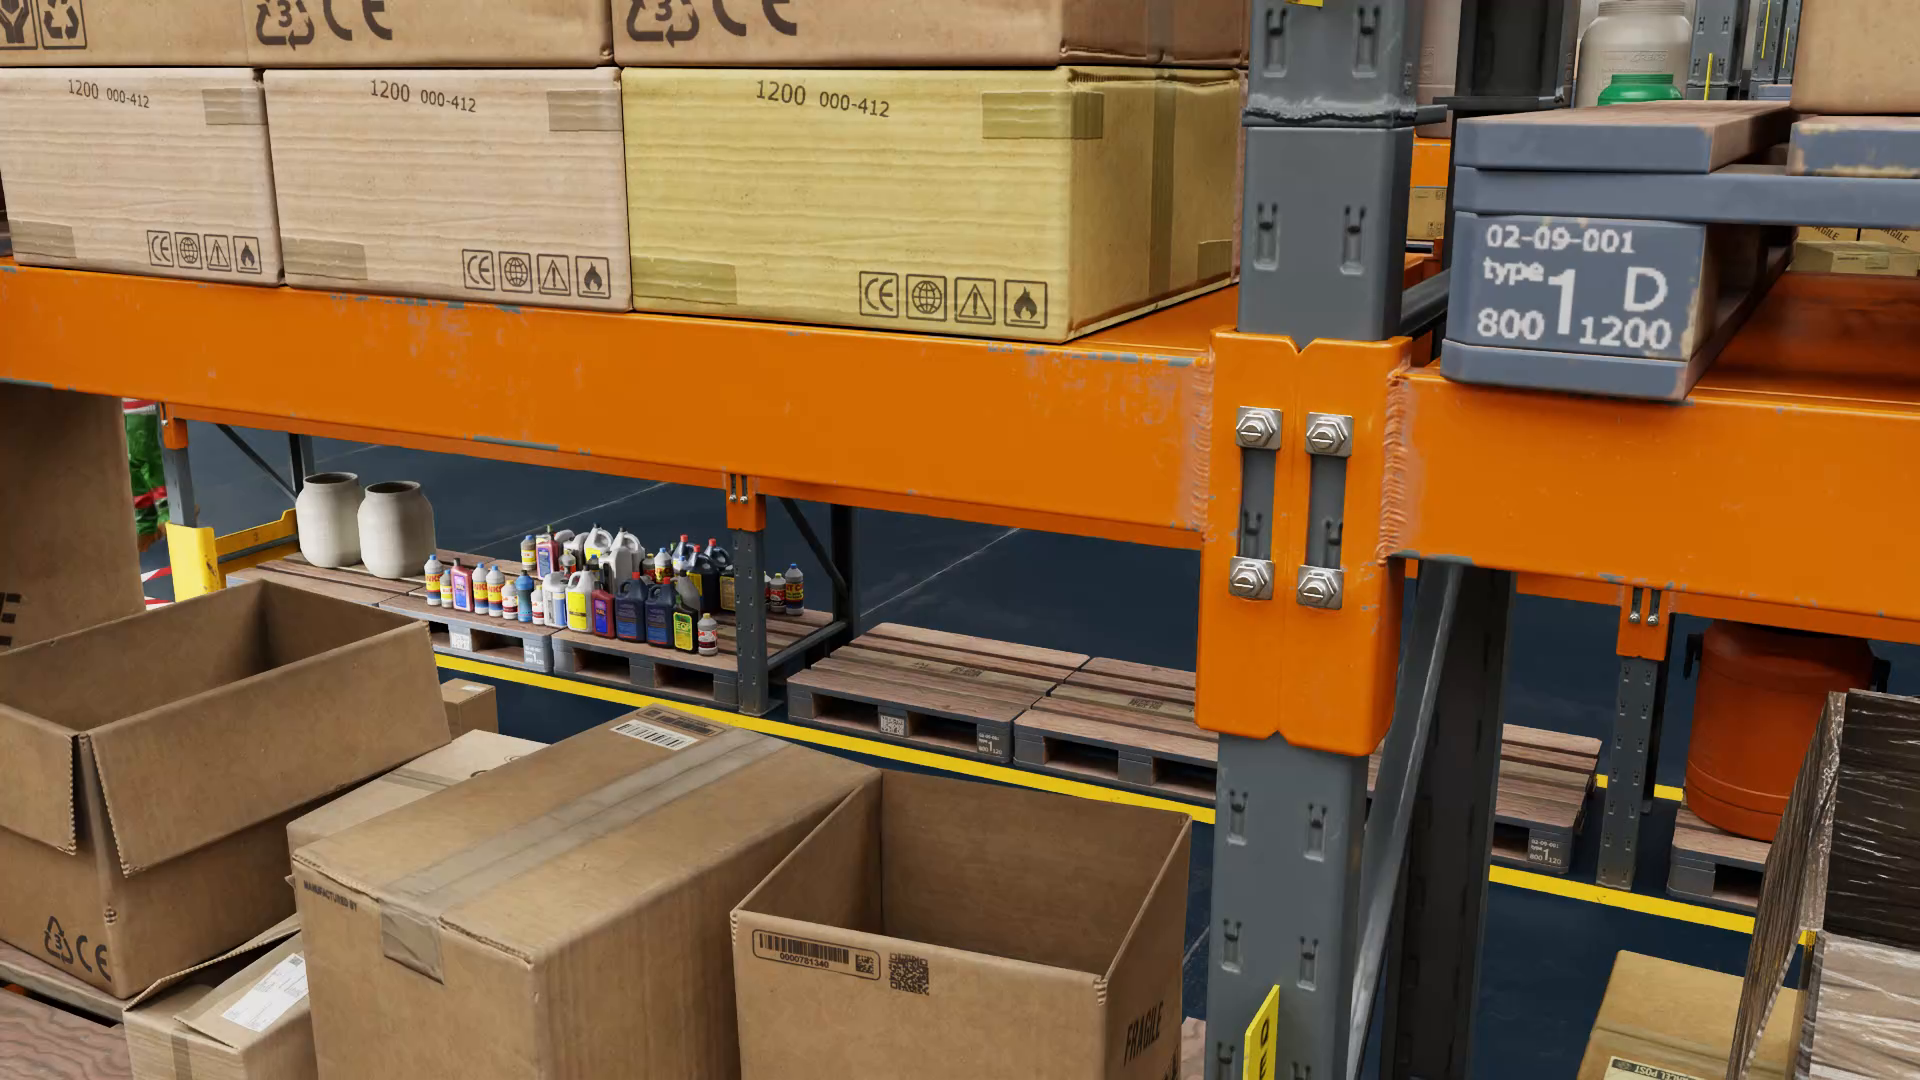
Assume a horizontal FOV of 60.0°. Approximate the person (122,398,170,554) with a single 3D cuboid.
[{"bbox_3d":[-5.404,-0.809,10.927,0.685,1.832,0.556,11,19,35],"label":"person"}]
